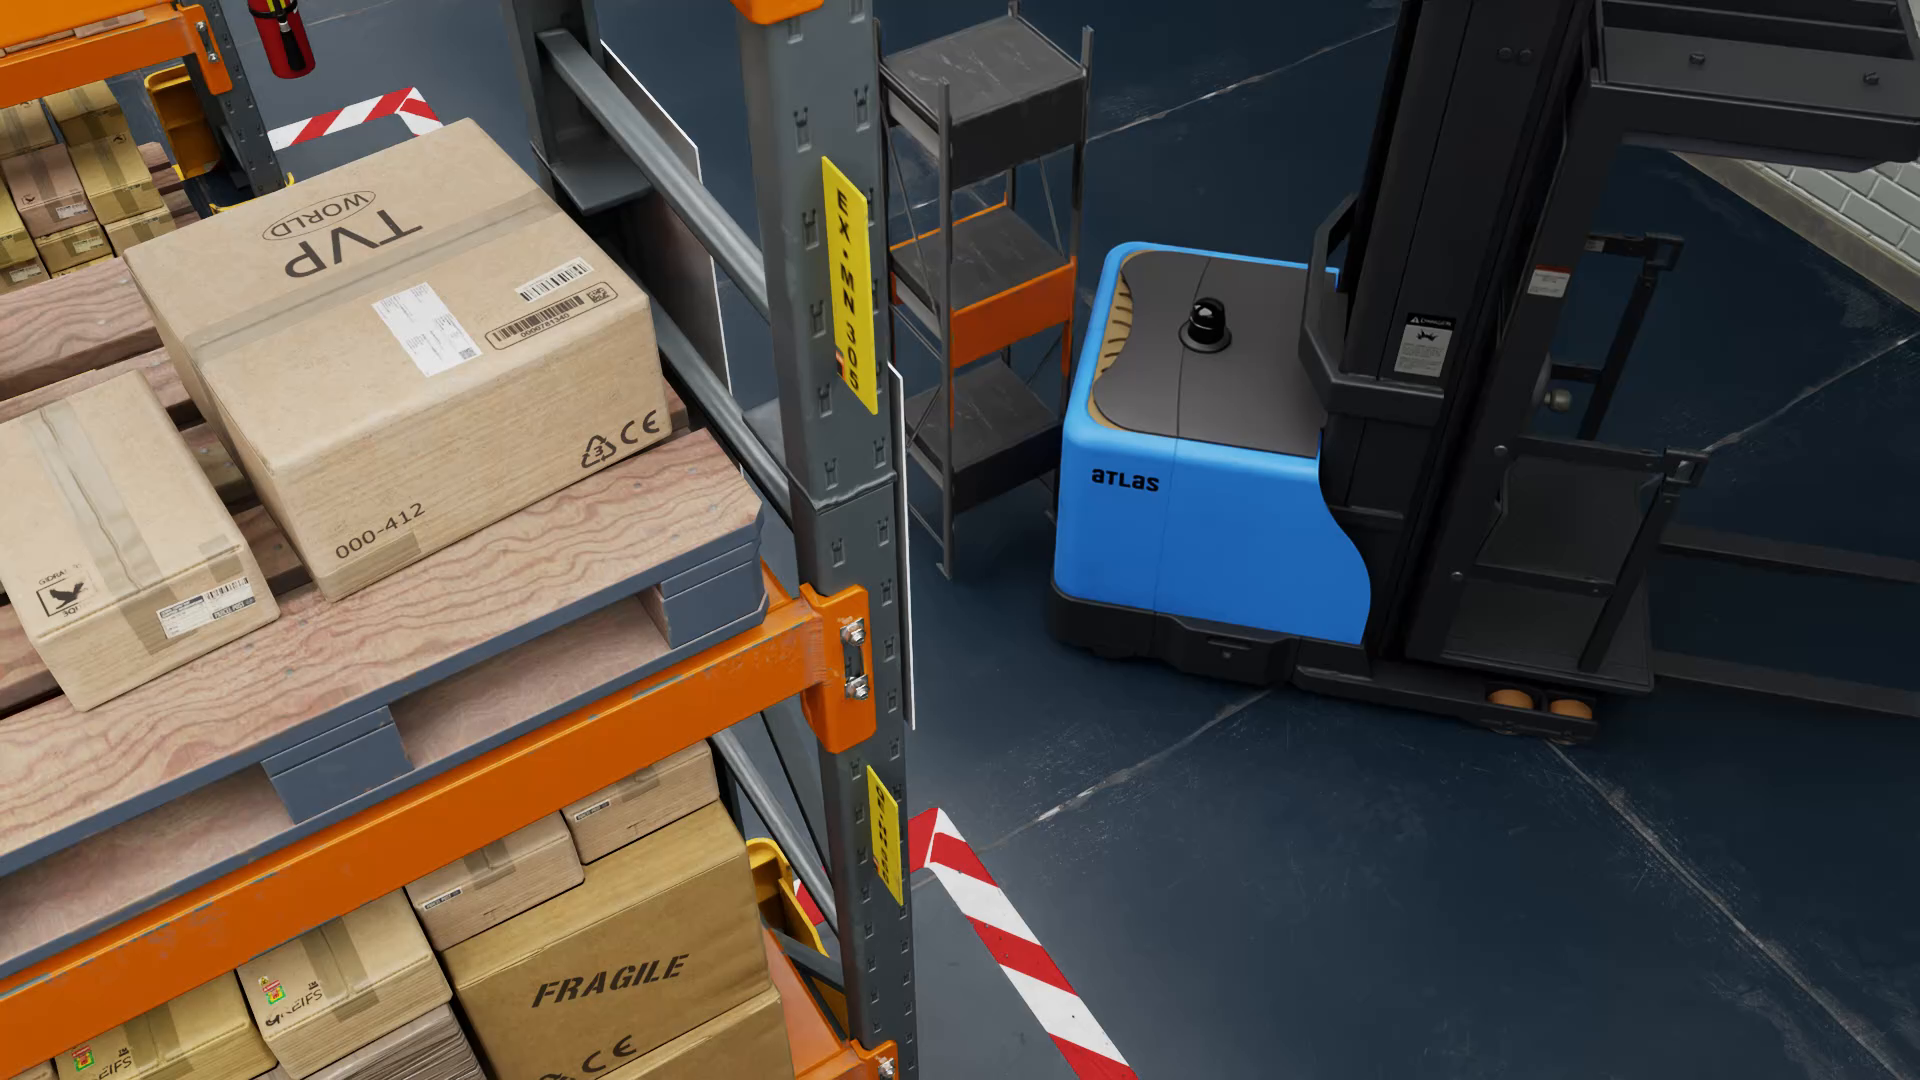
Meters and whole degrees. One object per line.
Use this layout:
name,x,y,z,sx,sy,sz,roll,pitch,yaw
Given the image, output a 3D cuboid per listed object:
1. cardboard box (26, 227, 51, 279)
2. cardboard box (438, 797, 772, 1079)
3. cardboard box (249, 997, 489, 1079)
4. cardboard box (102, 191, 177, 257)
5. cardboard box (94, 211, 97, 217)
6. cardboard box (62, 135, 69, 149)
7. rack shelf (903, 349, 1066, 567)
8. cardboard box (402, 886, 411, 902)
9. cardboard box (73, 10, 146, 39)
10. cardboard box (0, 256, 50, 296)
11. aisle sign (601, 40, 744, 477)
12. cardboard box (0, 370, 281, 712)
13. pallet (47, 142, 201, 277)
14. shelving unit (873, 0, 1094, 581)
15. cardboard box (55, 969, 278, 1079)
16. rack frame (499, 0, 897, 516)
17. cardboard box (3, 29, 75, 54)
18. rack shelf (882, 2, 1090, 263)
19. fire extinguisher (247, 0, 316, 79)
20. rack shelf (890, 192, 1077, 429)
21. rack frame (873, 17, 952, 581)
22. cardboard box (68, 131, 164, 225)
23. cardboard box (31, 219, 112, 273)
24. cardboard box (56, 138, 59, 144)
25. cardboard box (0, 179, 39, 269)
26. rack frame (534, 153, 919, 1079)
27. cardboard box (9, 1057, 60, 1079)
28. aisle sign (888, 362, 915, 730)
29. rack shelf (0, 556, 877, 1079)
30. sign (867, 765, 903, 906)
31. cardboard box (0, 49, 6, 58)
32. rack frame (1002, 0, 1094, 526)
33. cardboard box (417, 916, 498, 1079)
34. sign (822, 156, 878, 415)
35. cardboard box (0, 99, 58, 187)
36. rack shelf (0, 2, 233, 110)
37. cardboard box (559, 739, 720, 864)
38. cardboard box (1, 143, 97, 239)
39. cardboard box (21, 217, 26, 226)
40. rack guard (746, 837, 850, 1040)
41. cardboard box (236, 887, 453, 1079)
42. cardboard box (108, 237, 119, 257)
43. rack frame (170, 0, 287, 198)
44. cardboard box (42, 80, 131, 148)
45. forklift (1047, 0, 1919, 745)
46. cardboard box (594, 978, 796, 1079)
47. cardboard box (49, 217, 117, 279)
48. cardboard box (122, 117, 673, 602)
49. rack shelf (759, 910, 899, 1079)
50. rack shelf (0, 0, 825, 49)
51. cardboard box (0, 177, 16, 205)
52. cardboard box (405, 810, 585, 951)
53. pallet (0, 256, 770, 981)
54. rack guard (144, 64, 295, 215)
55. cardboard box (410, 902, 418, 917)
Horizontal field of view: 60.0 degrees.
cardboard box,-3.901,-1.094,6.844,0.250,0.149,0.380,-25,53,-21
cardboard box,-0.688,0.601,2.969,0.500,0.500,0.500,-24,52,-20
cardboard box,-1.115,0.828,2.767,0.500,0.500,0.500,-25,53,-21
cardboard box,-3.428,-1.361,6.882,0.250,0.149,0.380,-27,53,-22
cardboard box,-3.926,-1.490,7.196,0.250,0.149,0.380,-25,53,-21
cardboard box,-3.714,-1.705,7.189,0.250,0.149,0.380,-23,52,-19
rack shelf,0.063,-0.300,6.067,0.480,0.518,0.431,-26,53,-21
cardboard box,-1.399,0.481,3.077,0.500,0.500,0.500,-27,54,-22
cardboard box,-3.259,-2.069,6.253,0.250,0.149,0.380,-25,53,-21
cardboard box,-3.867,-1.153,6.697,0.250,0.149,0.380,-27,54,-22
aisle sign,-0.501,-0.452,2.903,0.004,0.787,0.394,-25,53,-21
cardboard box,-1.052,-0.008,2.060,0.250,0.149,0.380,-29,54,-23
pallet,-3.904,-1.202,7.179,1.213,0.211,1.003,-25,53,-21
shelving unit,0.063,-0.775,5.534,0.503,2.100,0.431,-26,53,-21
cardboard box,-1.214,0.659,2.483,0.250,0.149,0.380,-24,53,-20
rack frame,-0.407,-1.370,1.445,0.127,3.000,1.000,-25,53,-21
cardboard box,-3.490,-1.994,6.185,0.250,0.149,0.380,-25,53,-21
rack shelf,0.063,-1.231,5.021,0.480,0.518,0.431,-26,53,-21
fire extinguisher,-2.675,-2.121,6.431,0.183,0.674,0.296,-25,53,-21
rack shelf,0.063,-0.766,5.544,0.480,0.518,0.431,-26,53,-21
rack frame,-0.143,-0.676,5.446,0.015,2.100,0.400,-26,53,-21
cardboard box,-3.447,-1.480,6.789,0.250,0.149,0.380,-25,53,-20
cardboard box,-3.678,-1.291,6.820,0.250,0.149,0.380,-26,53,-22
cardboard box,-3.976,-1.632,7.123,0.250,0.149,0.380,-25,53,-21
cardboard box,-3.841,-1.233,6.568,0.250,0.149,0.380,-26,53,-22
rack frame,-0.407,0.625,3.685,0.127,3.000,1.000,-25,53,-21
cardboard box,-1.473,0.719,2.430,0.250,0.149,0.380,-26,53,-21
aisle sign,-0.181,-0.073,2.565,0.004,0.787,0.394,-25,53,-21
rack shelf,-2.099,0.663,2.124,4.000,0.370,1.077,-25,53,-21
sign,-0.130,0.509,2.854,0.005,0.325,0.100,-25,53,-21
cardboard box,-3.694,-1.885,6.088,0.250,0.149,0.380,-26,53,-21
rack frame,0.268,-0.873,5.622,0.015,2.100,0.400,-26,53,-21
cardboard box,-1.107,1.141,3.158,0.500,0.500,0.500,-26,53,-22
sign,-0.130,-0.293,1.954,0.005,0.325,0.100,-25,53,-21
cardboard box,-3.928,-1.671,6.959,0.250,0.149,0.380,-24,53,-20
rack shelf,-4.826,-1.425,5.992,4.000,0.370,1.077,-25,53,-21
cardboard box,-0.604,0.313,2.792,0.250,0.149,0.380,-25,53,-20
cardboard box,-3.690,-1.416,6.732,0.250,0.149,0.380,-24,53,-20
cardboard box,-4.132,-1.387,7.104,0.250,0.149,0.380,-25,53,-20
rack guard,-0.387,1.446,4.627,0.348,0.500,1.175,-25,53,-21
cardboard box,-0.979,0.585,2.550,0.250,0.149,0.380,-26,53,-21
cardboard box,-3.468,-1.312,7.037,0.250,0.149,0.380,-24,53,-20
rack frame,-3.134,-2.461,6.433,0.127,3.000,1.000,-25,53,-21
cardboard box,-3.759,-1.857,7.124,0.250,0.149,0.380,-27,54,-22
forklift,1.880,-0.719,4.928,3.031,2.935,1.130,9,49,8
cardboard box,-0.674,0.951,3.328,0.500,0.500,0.500,-25,53,-21
cardboard box,-3.632,-1.145,6.889,0.250,0.149,0.380,-24,52,-20
cardboard box,-0.740,-0.260,2.216,0.500,0.250,0.500,-30,55,-24
rack shelf,-2.099,1.661,3.244,4.000,0.370,1.077,-25,53,-21
rack shelf,-2.099,-0.201,1.153,4.000,0.370,1.077,-25,53,-21
cardboard box,-4.136,-1.478,6.987,0.250,0.149,0.380,-25,53,-20
cardboard box,-0.806,0.429,2.688,0.250,0.149,0.380,-24,53,-20
pallet,-1.029,-0.041,2.329,1.213,0.211,1.003,-25,53,-21
rack guard,-3.198,-1.600,7.340,0.348,0.500,1.175,-25,53,-21
cardboard box,-1.380,0.821,3.444,0.500,0.500,0.500,-26,53,-21
